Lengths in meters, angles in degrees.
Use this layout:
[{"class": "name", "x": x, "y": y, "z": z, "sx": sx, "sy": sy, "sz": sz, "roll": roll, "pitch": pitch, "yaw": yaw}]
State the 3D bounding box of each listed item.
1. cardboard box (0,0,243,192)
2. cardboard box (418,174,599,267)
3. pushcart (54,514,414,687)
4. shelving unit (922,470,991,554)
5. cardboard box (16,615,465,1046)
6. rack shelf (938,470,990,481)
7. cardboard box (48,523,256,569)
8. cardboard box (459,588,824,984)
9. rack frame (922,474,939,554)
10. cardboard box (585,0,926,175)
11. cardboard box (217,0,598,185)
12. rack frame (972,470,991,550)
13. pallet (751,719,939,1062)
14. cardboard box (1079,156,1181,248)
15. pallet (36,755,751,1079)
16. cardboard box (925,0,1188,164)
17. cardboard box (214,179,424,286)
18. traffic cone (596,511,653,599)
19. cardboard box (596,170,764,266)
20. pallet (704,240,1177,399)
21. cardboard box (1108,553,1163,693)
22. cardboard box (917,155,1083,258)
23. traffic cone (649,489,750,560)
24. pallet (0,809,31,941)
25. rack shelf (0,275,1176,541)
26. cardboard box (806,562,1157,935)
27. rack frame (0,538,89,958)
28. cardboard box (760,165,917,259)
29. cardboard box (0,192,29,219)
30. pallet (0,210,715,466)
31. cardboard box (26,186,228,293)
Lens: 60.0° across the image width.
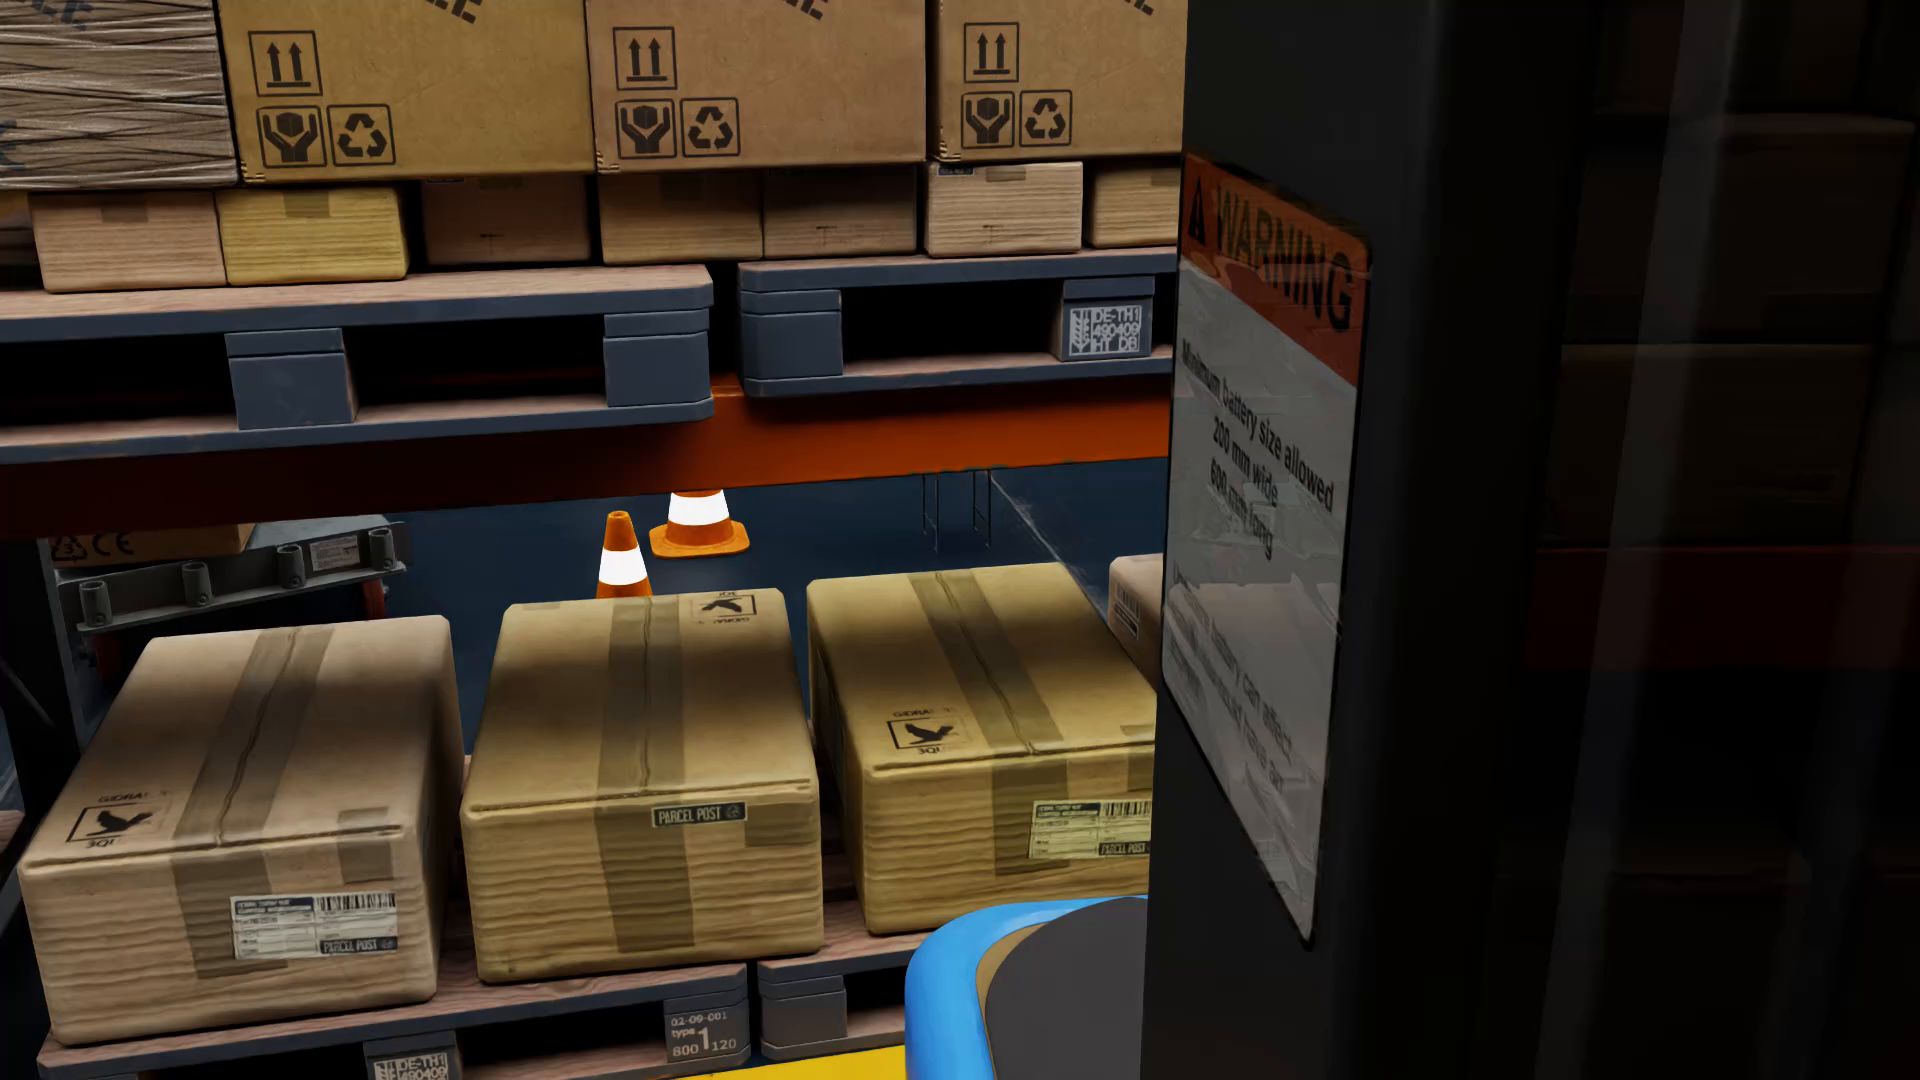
[{"class": "cardboard box", "x": -1.324, "y": -0.804, "z": 2.461, "sx": 0.500, "sy": 0.500, "sz": 0.500, "roll": -4, "pitch": 21, "yaw": -11}, {"class": "cardboard box", "x": -0.733, "y": -0.561, "z": 2.741, "sx": 0.250, "sy": 0.149, "sz": 0.380, "roll": -3, "pitch": 20, "yaw": -9}, {"class": "pushcart", "x": -2.420, "y": -0.007, "z": 5.286, "sx": 0.936, "sy": 0.377, "sz": 1.648, "roll": -13, "pitch": 24, "yaw": -31}, {"class": "shelving unit", "x": -0.014, "y": -0.562, "z": 5.605, "sx": 0.189, "sy": 1.200, "sz": 0.258, "roll": -5, "pitch": 21, "yaw": -12}, {"class": "cardboard box", "x": -1.337, "y": 0.515, "z": 3.258, "sx": 0.625, "sy": 0.372, "sz": 0.950, "roll": -4, "pitch": 21, "yaw": -12}, {"class": "rack shelf", "x": -0.014, "y": -0.295, "z": 5.703, "sx": 0.180, "sy": 0.103, "sz": 0.258, "roll": -5, "pitch": 21, "yaw": -12}, {"class": "cardboard box", "x": -2.285, "y": -0.255, "z": 4.682, "sx": 0.500, "sy": 0.500, "sz": 0.500, "roll": -5, "pitch": 21, "yaw": -12}, {"class": "cardboard box", "x": -0.638, "y": 0.457, "z": 3.416, "sx": 0.625, "sy": 0.372, "sz": 0.950, "roll": -3, "pitch": 20, "yaw": -9}, {"class": "rack frame", "x": -0.103, "y": -0.555, "z": 5.585, "sx": 0.006, "sy": 1.200, "sz": 0.240, "roll": -5, "pitch": 21, "yaw": -12}, {"class": "cardboard box", "x": -0.353, "y": -0.879, "z": 2.664, "sx": 0.500, "sy": 0.500, "sz": 0.500, "roll": -5, "pitch": 21, "yaw": -13}, {"class": "cardboard box", "x": -0.837, "y": -0.844, "z": 2.570, "sx": 0.500, "sy": 0.500, "sz": 0.500, "roll": -5, "pitch": 21, "yaw": -12}, {"class": "rack frame", "x": 0.075, "y": -0.569, "z": 5.625, "sx": 0.006, "sy": 1.200, "sz": 0.240, "roll": -5, "pitch": 21, "yaw": -12}, {"class": "pallet", "x": 0.100, "y": 0.670, "z": 3.678, "sx": 1.213, "sy": 0.211, "sz": 1.003, "roll": -5, "pitch": 21, "yaw": -12}, {"class": "cardboard box", "x": 0.292, "y": -0.621, "z": 2.905, "sx": 0.250, "sy": 0.149, "sz": 0.380, "roll": -5, "pitch": 21, "yaw": -14}, {"class": "pallet", "x": -1.089, "y": 0.768, "z": 3.412, "sx": 1.213, "sy": 0.211, "sz": 1.003, "roll": -5, "pitch": 21, "yaw": -12}, {"class": "cardboard box", "x": 0.145, "y": -0.923, "z": 2.785, "sx": 0.500, "sy": 0.500, "sz": 0.500, "roll": -6, "pitch": 21, "yaw": -15}, {"class": "cardboard box", "x": -0.991, "y": -0.513, "z": 2.610, "sx": 0.250, "sy": 0.149, "sz": 0.380, "roll": -4, "pitch": 21, "yaw": -11}, {"class": "traffic cone", "x": -0.962, "y": 0.145, "z": 4.746, "sx": 0.334, "sy": 0.463, "sz": 0.336, "roll": -5, "pitch": 21, "yaw": -12}, {"class": "cardboard box", "x": -0.473, "y": -0.568, "z": 2.758, "sx": 0.250, "sy": 0.149, "sz": 0.380, "roll": -4, "pitch": 21, "yaw": -12}, {"class": "pallet", "x": 0.129, "y": -0.536, "z": 3.194, "sx": 1.213, "sy": 0.211, "sz": 1.003, "roll": -5, "pitch": 21, "yaw": -12}, {"class": "cardboard box", "x": 0.778, "y": 0.343, "z": 3.727, "sx": 0.625, "sy": 0.372, "sz": 0.950, "roll": -5, "pitch": 21, "yaw": -14}, {"class": "cardboard box", "x": 0.039, "y": -0.590, "z": 2.820, "sx": 0.250, "sy": 0.149, "sz": 0.380, "roll": -4, "pitch": 20, "yaw": -10}, {"class": "traffic cone", "x": -0.910, "y": -0.213, "z": 5.722, "sx": 0.334, "sy": 0.463, "sz": 0.336, "roll": -5, "pitch": 21, "yaw": -12}, {"class": "pallet", "x": -2.492, "y": 0.895, "z": 3.065, "sx": 1.213, "sy": 0.211, "sz": 1.003, "roll": -5, "pitch": 21, "yaw": -12}, {"class": "rack shelf", "x": 0.100, "y": -0.300, "z": 3.318, "sx": 4.000, "sy": 0.370, "sz": 1.077, "roll": -5, "pitch": 21, "yaw": -12}, {"class": "cardboard box", "x": 0.038, "y": 0.401, "z": 3.568, "sx": 0.625, "sy": 0.372, "sz": 0.950, "roll": -4, "pitch": 20, "yaw": -11}, {"class": "rack frame", "x": -1.847, "y": -0.479, "z": 2.762, "sx": 0.127, "sy": 3.000, "sz": 1.000, "roll": -5, "pitch": 21, "yaw": -12}, {"class": "cardboard box", "x": -0.232, "y": -0.587, "z": 2.810, "sx": 0.250, "sy": 0.149, "sz": 0.380, "roll": -4, "pitch": 21, "yaw": -12}, {"class": "cardboard box", "x": -3.712, "y": -1.301, "z": 7.485, "sx": 0.875, "sy": 0.875, "sz": 0.875, "roll": -4, "pitch": 21, "yaw": -12}, {"class": "pallet", "x": -1.069, "y": -0.401, "z": 2.828, "sx": 1.213, "sy": 0.211, "sz": 1.003, "roll": -5, "pitch": 21, "yaw": -12}, {"class": "cardboard box", "x": -1.236, "y": -0.497, "z": 2.564, "sx": 0.250, "sy": 0.149, "sz": 0.380, "roll": -4, "pitch": 21, "yaw": -12}]
